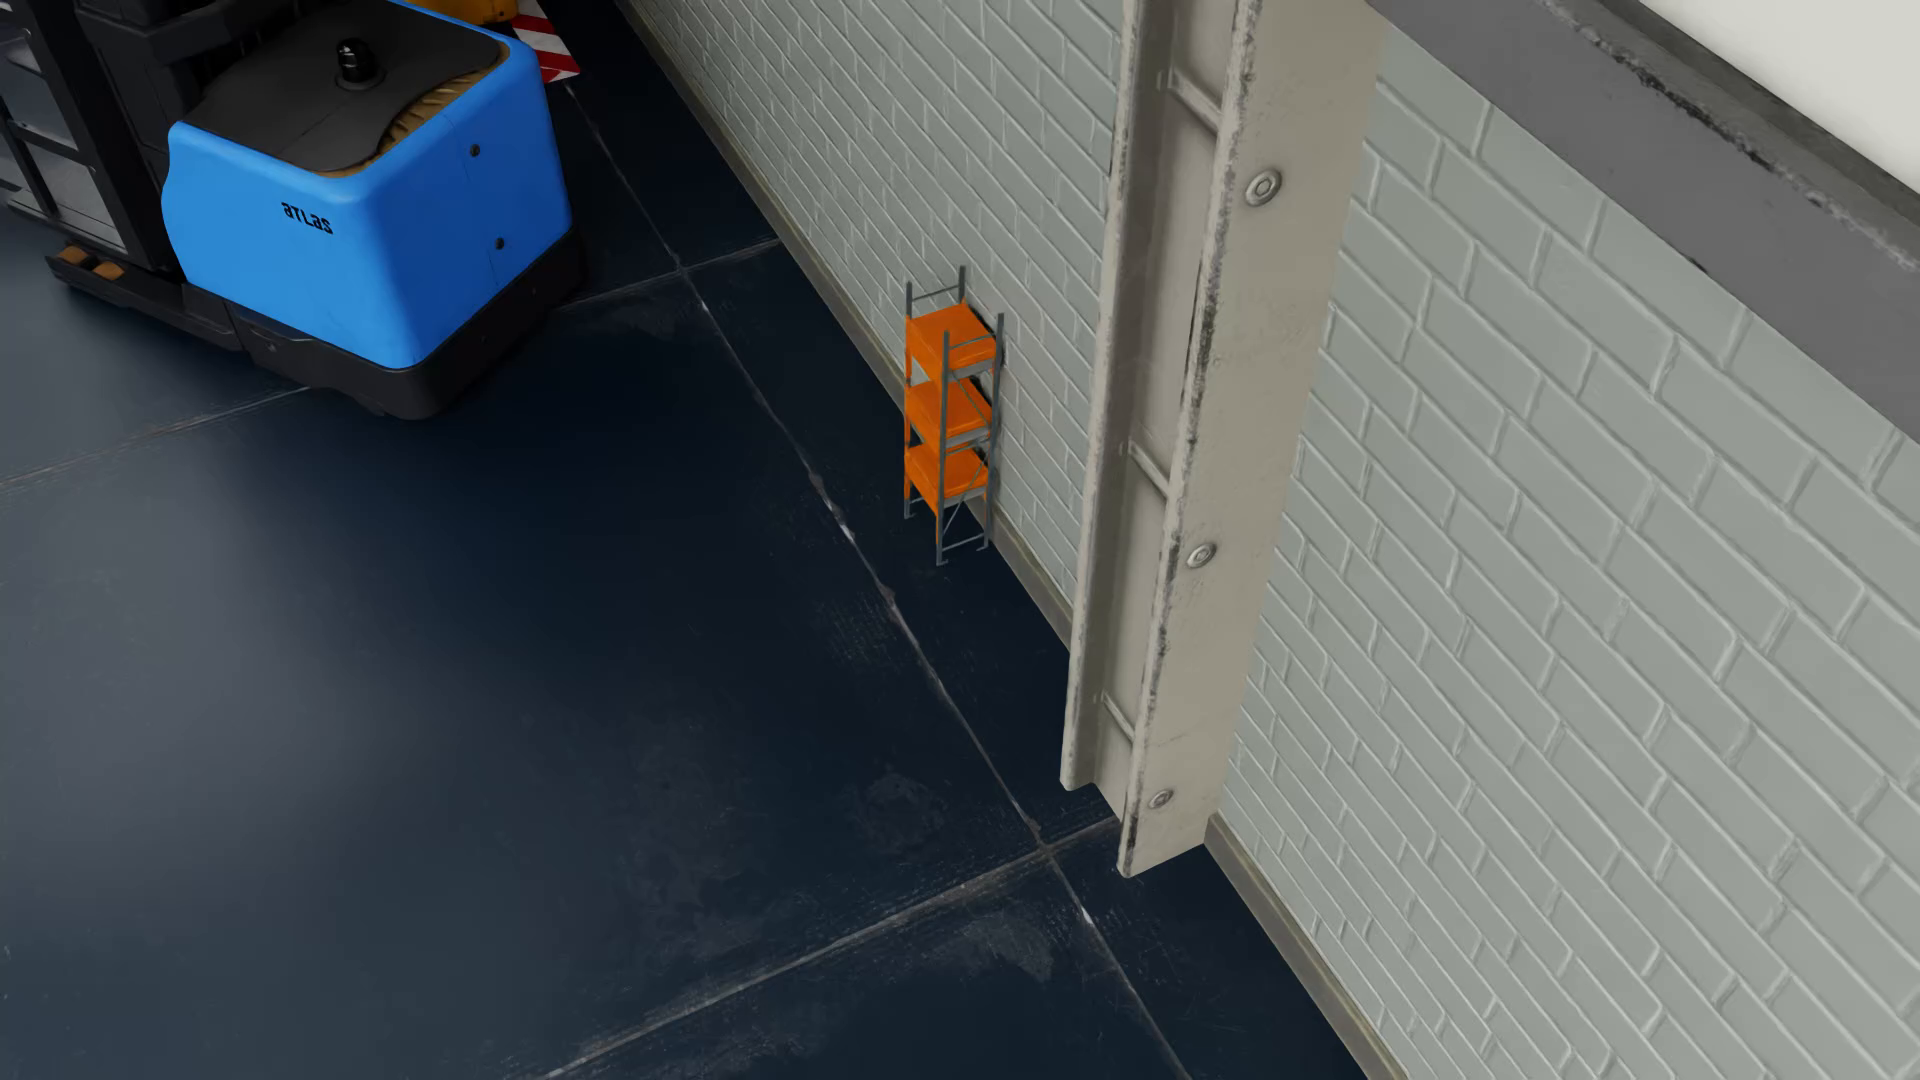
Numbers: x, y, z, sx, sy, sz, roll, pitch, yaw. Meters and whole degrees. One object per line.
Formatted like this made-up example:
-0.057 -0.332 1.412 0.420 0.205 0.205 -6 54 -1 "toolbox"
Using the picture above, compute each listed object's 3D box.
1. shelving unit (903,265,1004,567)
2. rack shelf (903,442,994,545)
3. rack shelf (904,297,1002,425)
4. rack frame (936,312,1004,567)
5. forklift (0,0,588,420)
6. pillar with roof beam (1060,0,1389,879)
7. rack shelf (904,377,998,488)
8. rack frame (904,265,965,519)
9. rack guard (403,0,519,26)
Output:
-0.032 -0.376 5.374 0.215 1.050 0.252 -21 52 -19 "shelving unit"
-0.041 -0.184 5.589 0.215 0.259 0.240 -21 52 -19 "rack shelf"
-0.024 -0.558 5.170 0.215 0.259 0.240 -21 52 -19 "rack shelf"
0.025 -0.294 5.303 0.200 1.050 0.008 -21 52 -19 "rack frame"
-3.015 -2.220 5.744 3.031 2.935 1.130 23 53 19 "forklift"
-3.297 -0.669 0.357 9.100 9.000 0.400 -21 52 -18 "pillar with roof beam"
-0.033 -0.369 5.382 0.215 0.259 0.240 -21 52 -19 "rack shelf"
-0.089 -0.457 5.444 0.200 1.050 0.008 -21 52 -19 "rack frame"
-2.687 -2.577 7.672 1.175 0.500 0.348 -21 52 -18 "rack guard"
